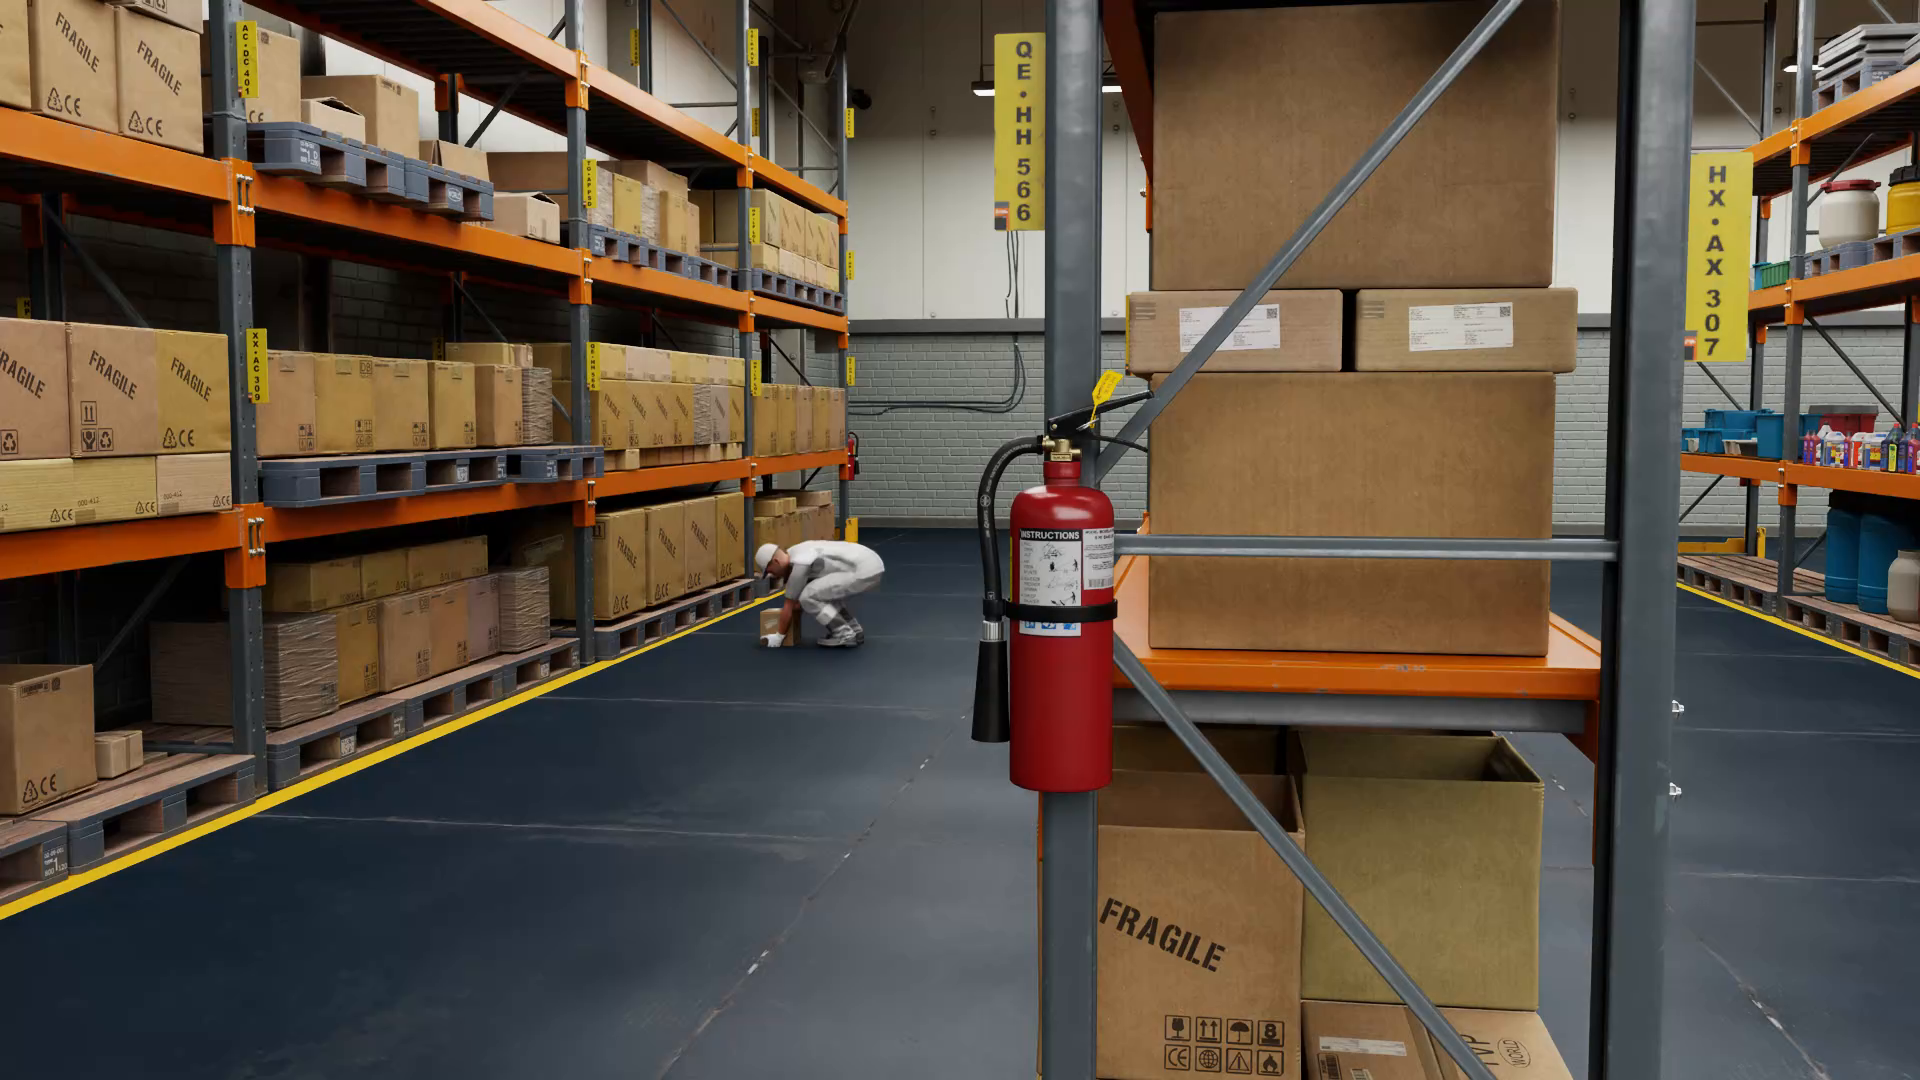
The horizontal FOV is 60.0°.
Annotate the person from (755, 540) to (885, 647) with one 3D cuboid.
[{"bbox_3d":[-1.045,0.406,12.390,0.961,0.804,0.523,1,4,7],"label":"person"}]
